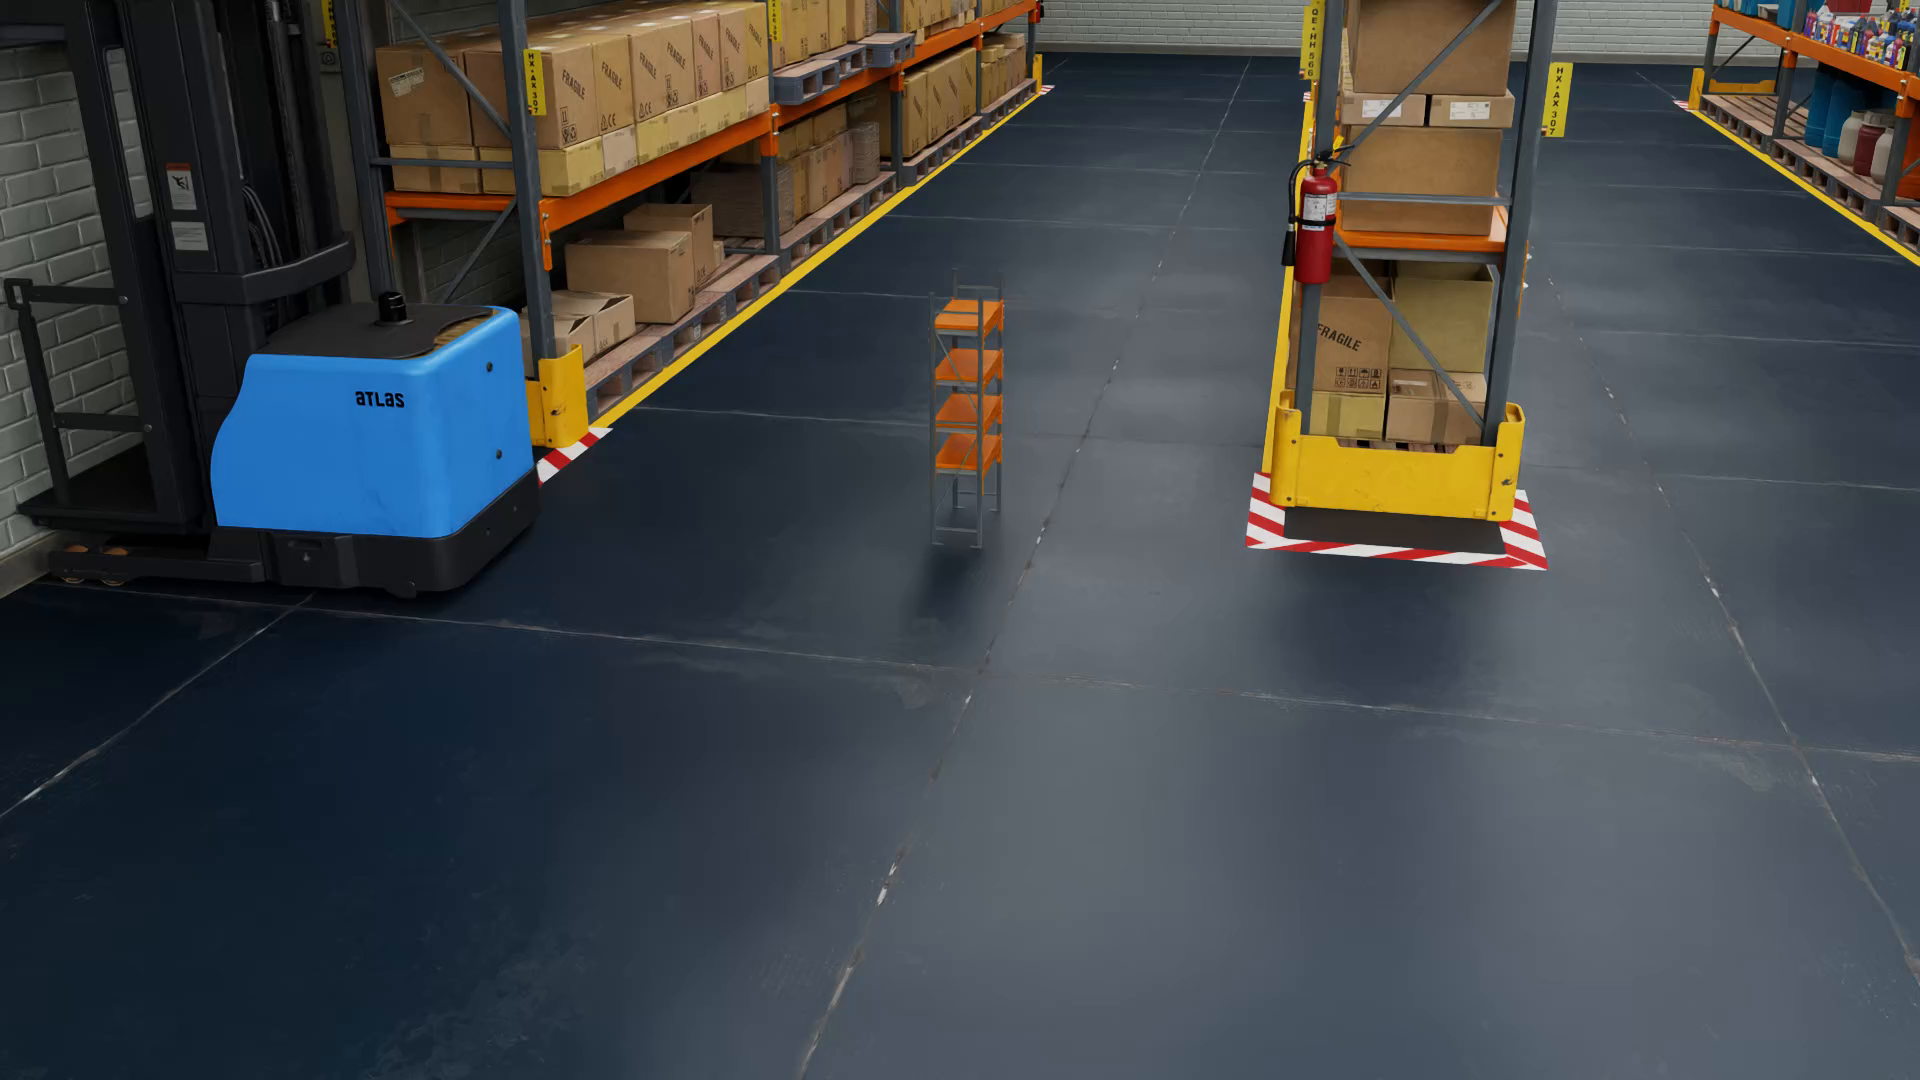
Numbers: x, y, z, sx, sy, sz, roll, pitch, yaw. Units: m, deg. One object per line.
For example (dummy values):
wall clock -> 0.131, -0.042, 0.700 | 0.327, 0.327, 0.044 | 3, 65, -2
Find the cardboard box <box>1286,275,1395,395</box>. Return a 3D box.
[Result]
cardboard box -> 1.970, -1.079, 8.632 | 0.500, 0.500, 0.500 | 4, 22, 11

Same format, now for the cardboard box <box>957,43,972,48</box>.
cardboard box -> -0.010, -6.303, 21.405 | 0.380, 0.149, 0.250 | 5, 22, 11

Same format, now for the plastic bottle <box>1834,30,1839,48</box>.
plastic bottle -> 8.742, -4.991, 16.497 | 0.097, 0.201, 0.097 | 0, 22, 0

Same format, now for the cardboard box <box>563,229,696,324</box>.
cardboard box -> -2.155, -1.733, 10.898 | 0.700, 0.500, 0.500 | 3, 22, 8

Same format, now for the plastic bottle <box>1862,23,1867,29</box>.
plastic bottle -> 8.655, -4.796, 15.902 | 0.061, 0.283, 0.133 | 4, 22, 11

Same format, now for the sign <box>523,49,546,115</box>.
sign -> -2.168, -2.329, 8.463 | 0.100, 0.325, 0.005 | 4, 22, 11

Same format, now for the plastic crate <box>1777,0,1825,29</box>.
plastic crate -> 9.210, -5.820, 18.230 | 0.392, 0.384, 0.575 | 4, 22, 11

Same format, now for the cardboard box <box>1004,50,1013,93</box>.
cardboard box -> 0.317, -6.225, 22.080 | 0.700, 0.500, 0.500 | 4, 22, 9

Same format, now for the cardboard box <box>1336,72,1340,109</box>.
cardboard box -> 2.967, -3.329, 12.284 | 0.396, 0.266, 0.258 | 4, 22, 10

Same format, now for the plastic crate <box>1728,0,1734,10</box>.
plastic crate -> 9.758, -6.710, 20.642 | 0.416, 0.233, 0.300 | 4, 22, 11

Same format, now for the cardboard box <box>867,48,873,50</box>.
cardboard box -> -0.773, -4.890, 16.291 | 0.380, 0.149, 0.250 | 4, 22, 10

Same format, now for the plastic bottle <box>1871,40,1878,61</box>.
plastic bottle -> 8.485, -4.531, 15.355 | 0.097, 0.201, 0.097 | 0, 22, 0

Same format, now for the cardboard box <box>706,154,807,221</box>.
cardboard box -> -1.692, -2.940, 13.895 | 0.700, 0.500, 0.500 | 4, 22, 10

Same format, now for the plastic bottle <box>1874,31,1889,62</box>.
plastic bottle -> 8.465, -4.528, 15.254 | 0.097, 0.271, 0.097 | 0, 22, 0

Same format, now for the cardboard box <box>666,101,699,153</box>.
cardboard box -> -1.981, -2.625, 10.529 | 0.500, 0.250, 0.500 | 5, 22, 11

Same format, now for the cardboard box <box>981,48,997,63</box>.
cardboard box -> 0.251, -6.071, 20.828 | 0.380, 0.149, 0.250 | 5, 23, 13

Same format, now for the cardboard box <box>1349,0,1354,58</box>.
cardboard box -> 2.576, -2.990, 9.393 | 0.700, 0.500, 0.500 | 4, 22, 11

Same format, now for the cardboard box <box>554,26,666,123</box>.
cardboard box -> -2.085, -2.777, 9.903 | 0.500, 0.500, 0.500 | 4, 22, 9

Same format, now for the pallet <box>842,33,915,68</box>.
pallet -> -1.108, -4.537, 15.361 | 1.213, 0.211, 1.003 | 4, 22, 11

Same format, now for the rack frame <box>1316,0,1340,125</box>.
rack frame -> 2.968, -3.056, 11.426 | 1.000, 3.000, 0.127 | 4, 22, 11

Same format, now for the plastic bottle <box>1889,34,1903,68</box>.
plastic bottle -> 8.344, -4.350, 14.797 | 0.061, 0.283, 0.133 | 4, 22, 11

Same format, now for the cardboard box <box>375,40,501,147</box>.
cardboard box -> -2.811, -2.445, 9.080 | 0.500, 0.500, 0.500 | 4, 22, 10

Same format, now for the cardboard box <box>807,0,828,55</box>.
cardboard box -> -1.521, -4.313, 13.825 | 0.700, 0.500, 0.500 | 8, 23, 18

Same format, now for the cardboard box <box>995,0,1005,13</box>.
cardboard box -> 0.031, -6.961, 20.720 | 0.980, 0.700, 0.700 | 4, 22, 10

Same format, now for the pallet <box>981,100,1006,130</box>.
pallet -> -0.018, -5.336, 20.821 | 1.003, 0.211, 1.213 | 4, 22, 11

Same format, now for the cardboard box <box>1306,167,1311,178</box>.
cardboard box -> 2.974, -2.778, 13.105 | 0.500, 0.311, 0.500 | 4, 22, 11

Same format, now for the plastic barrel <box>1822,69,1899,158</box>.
plastic barrel -> 9.176, -4.367, 16.929 | 0.600, 0.901, 0.708 | 4, 22, 11

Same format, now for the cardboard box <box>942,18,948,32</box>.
cardboard box -> -0.344, -5.644, 18.162 | 0.380, 0.149, 0.250 | 4, 22, 9

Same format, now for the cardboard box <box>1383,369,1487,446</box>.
cardboard box -> 2.479, -0.691, 8.673 | 0.500, 0.250, 0.500 | 4, 22, 11

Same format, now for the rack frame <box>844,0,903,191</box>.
rack frame -> -1.066, -4.895, 15.992 | 1.000, 3.000, 0.127 | 4, 22, 11

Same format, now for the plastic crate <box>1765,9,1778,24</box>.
plastic crate -> 9.414, -5.933, 18.857 | 0.437, 0.125, 0.590 | 4, 22, 11

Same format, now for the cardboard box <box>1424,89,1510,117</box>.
cardboard box -> 2.494, -2.164, 8.209 | 0.380, 0.149, 0.250 | 4, 22, 10

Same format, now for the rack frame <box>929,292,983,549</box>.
rack frame -> -0.016, -0.528, 7.558 | 0.240, 1.200, 0.015 | 4, 22, 11

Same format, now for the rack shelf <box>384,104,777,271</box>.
rack shelf -> -2.291, -2.367, 10.678 | 1.077, 0.370, 4.000 | 4, 22, 11

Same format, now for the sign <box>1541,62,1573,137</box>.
sign -> 2.694, -1.987, 7.506 | 0.100, 0.325, 0.005 | 4, 22, 11

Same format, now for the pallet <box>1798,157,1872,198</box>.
pallet -> 9.003, -3.583, 16.466 | 1.003, 0.211, 1.213 | 4, 22, 11

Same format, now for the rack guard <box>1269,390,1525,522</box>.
rack guard -> 2.147, -0.425, 8.239 | 1.175, 0.500, 0.348 | 4, 22, 11

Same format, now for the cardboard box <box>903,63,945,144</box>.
cardboard box -> -0.603, -4.671, 17.753 | 0.750, 0.750, 0.750 | 4, 22, 11

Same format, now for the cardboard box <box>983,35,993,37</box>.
cardboard box -> 0.248, -6.769, 22.561 | 0.380, 0.149, 0.250 | 5, 22, 11

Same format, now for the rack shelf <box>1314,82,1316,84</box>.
rack shelf -> 4.192, -4.916, 17.009 | 1.077, 0.370, 4.000 | 4, 22, 11

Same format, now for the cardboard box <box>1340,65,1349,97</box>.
cardboard box -> 2.254, -2.472, 8.973 | 0.380, 0.149, 0.250 | 5, 23, 13

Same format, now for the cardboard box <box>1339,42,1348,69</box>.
cardboard box -> 2.516, -2.946, 10.151 | 0.380, 0.149, 0.250 | 4, 22, 9

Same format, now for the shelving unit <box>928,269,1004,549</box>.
shelving unit -> 0.034, -0.617, 7.780 | 0.258, 1.200, 0.503 | 4, 22, 11

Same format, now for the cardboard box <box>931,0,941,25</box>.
cardboard box -> -0.498, -5.619, 17.231 | 0.500, 0.500, 0.500 | 4, 22, 11

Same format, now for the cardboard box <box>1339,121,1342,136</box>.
cardboard box -> 2.782, -2.746, 10.523 | 0.700, 0.500, 0.500 | 4, 22, 10

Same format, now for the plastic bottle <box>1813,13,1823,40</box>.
plastic bottle -> 8.903, -5.313, 17.203 | 0.097, 0.271, 0.097 | 0, 22, 0

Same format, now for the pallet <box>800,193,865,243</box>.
pallet -> -1.478, -2.871, 14.699 | 1.003, 0.211, 1.213 | 4, 22, 11

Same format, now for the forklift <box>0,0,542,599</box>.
forklift -> -3.571, -1.346, 7.273 | 3.031, 2.935, 1.130 | 3, 22, 8

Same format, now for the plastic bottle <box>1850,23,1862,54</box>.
plastic bottle -> 8.595, -4.800, 15.914 | 0.061, 0.283, 0.133 | 4, 22, 11

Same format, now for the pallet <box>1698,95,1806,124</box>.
pallet -> 10.058, -5.473, 21.161 | 1.003, 0.211, 1.213 | 4, 22, 11

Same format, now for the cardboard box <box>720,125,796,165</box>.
cardboard box -> -1.662, -3.256, 13.677 | 0.500, 0.250, 0.500 | 4, 22, 10

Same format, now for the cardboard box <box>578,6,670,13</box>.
cardboard box -> -2.292, -3.375, 11.388 | 0.500, 0.500, 0.500 | 4, 22, 11

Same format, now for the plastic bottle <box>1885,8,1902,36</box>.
plastic bottle -> 9.402, -5.162, 16.721 | 0.144, 0.351, 0.185 | 4, 22, 11

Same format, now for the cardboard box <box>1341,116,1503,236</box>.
cardboard box -> 2.259, -1.809, 8.196 | 0.700, 0.500, 0.500 | 4, 22, 11
